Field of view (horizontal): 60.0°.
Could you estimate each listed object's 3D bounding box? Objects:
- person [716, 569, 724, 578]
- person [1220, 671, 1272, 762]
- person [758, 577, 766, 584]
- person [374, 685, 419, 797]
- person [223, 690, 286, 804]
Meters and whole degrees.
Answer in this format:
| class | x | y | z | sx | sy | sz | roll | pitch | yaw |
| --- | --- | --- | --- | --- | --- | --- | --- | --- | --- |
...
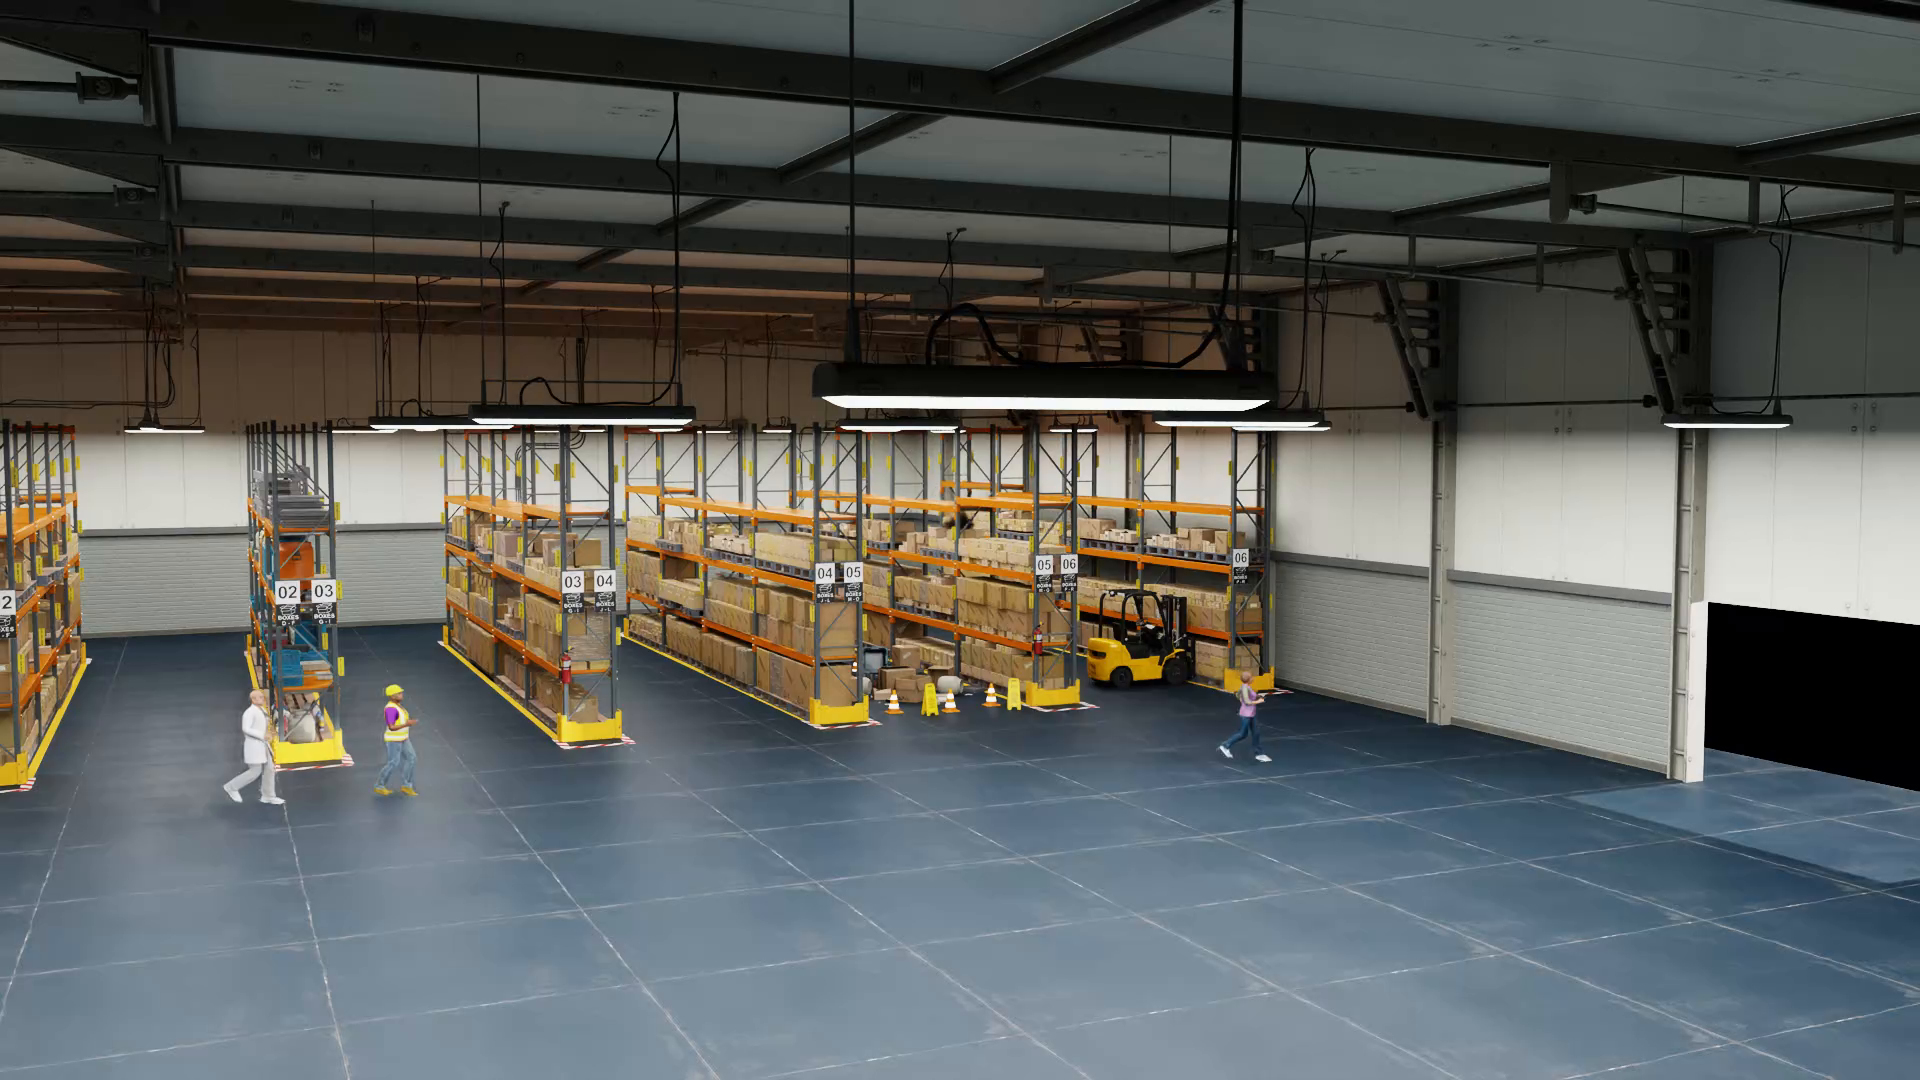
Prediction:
| class | x | y | z | sx | sy | sz | roll | pitch | yaw |
| --- | --- | --- | --- | --- | --- | --- | --- | --- | --- |
| person | -7.221 | 1.749 | 49.984 | 0.742 | 1.754 | 0.560 | -2 | 4 | -29 |
| person | 5.015 | 3.084 | 29.131 | 0.895 | 1.583 | 0.539 | 1 | 4 | 16 |
| person | -6.163 | 1.738 | 50.713 | 0.704 | 1.623 | 0.604 | -1 | 4 | -15 |
| person | -8.895 | 3.196 | 26.274 | 0.729 | 1.823 | 0.674 | 0 | 4 | 0 |
| person | -10.962 | 3.225 | 25.825 | 0.898 | 1.789 | 0.736 | 0 | 4 | -3 |
